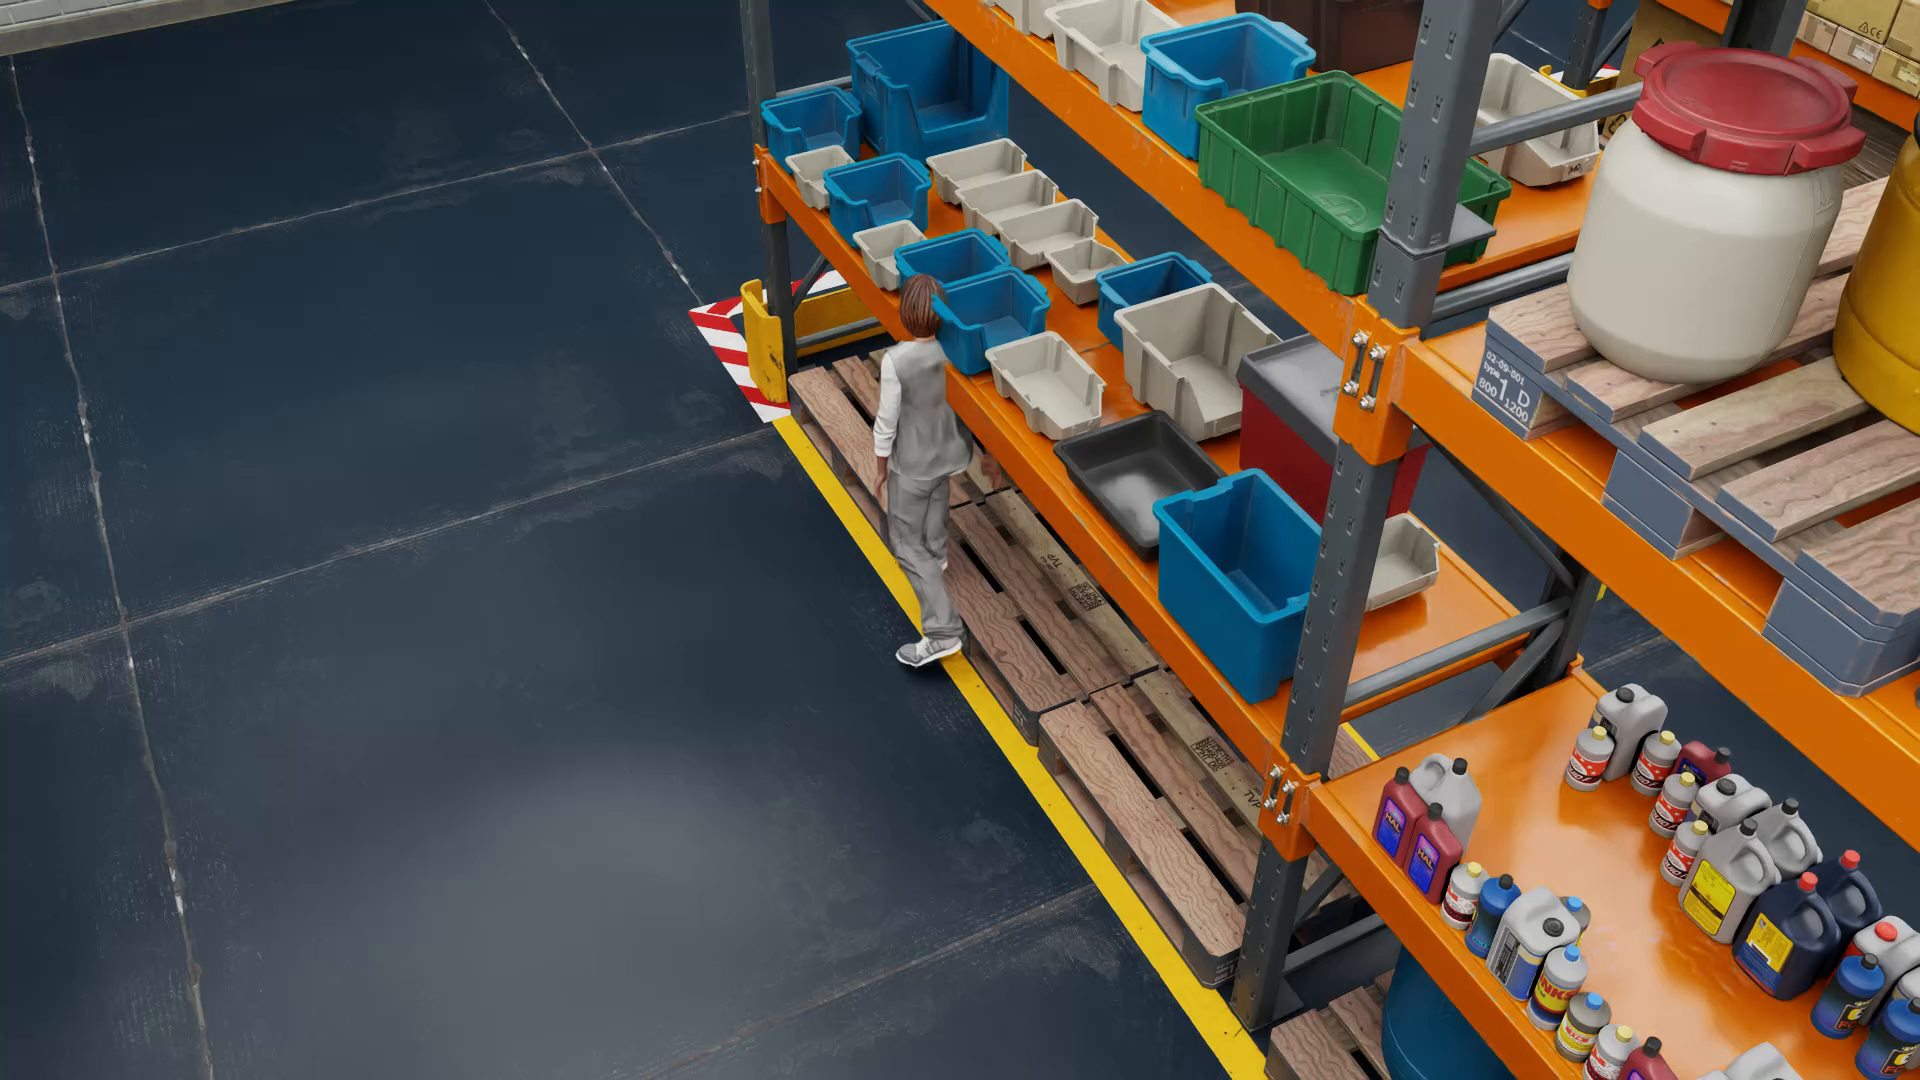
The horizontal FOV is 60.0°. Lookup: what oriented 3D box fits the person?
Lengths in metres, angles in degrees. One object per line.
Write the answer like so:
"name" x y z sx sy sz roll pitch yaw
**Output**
"person" -0.134 -0.297 6.459 0.540 1.529 0.704 -21 46 -22
